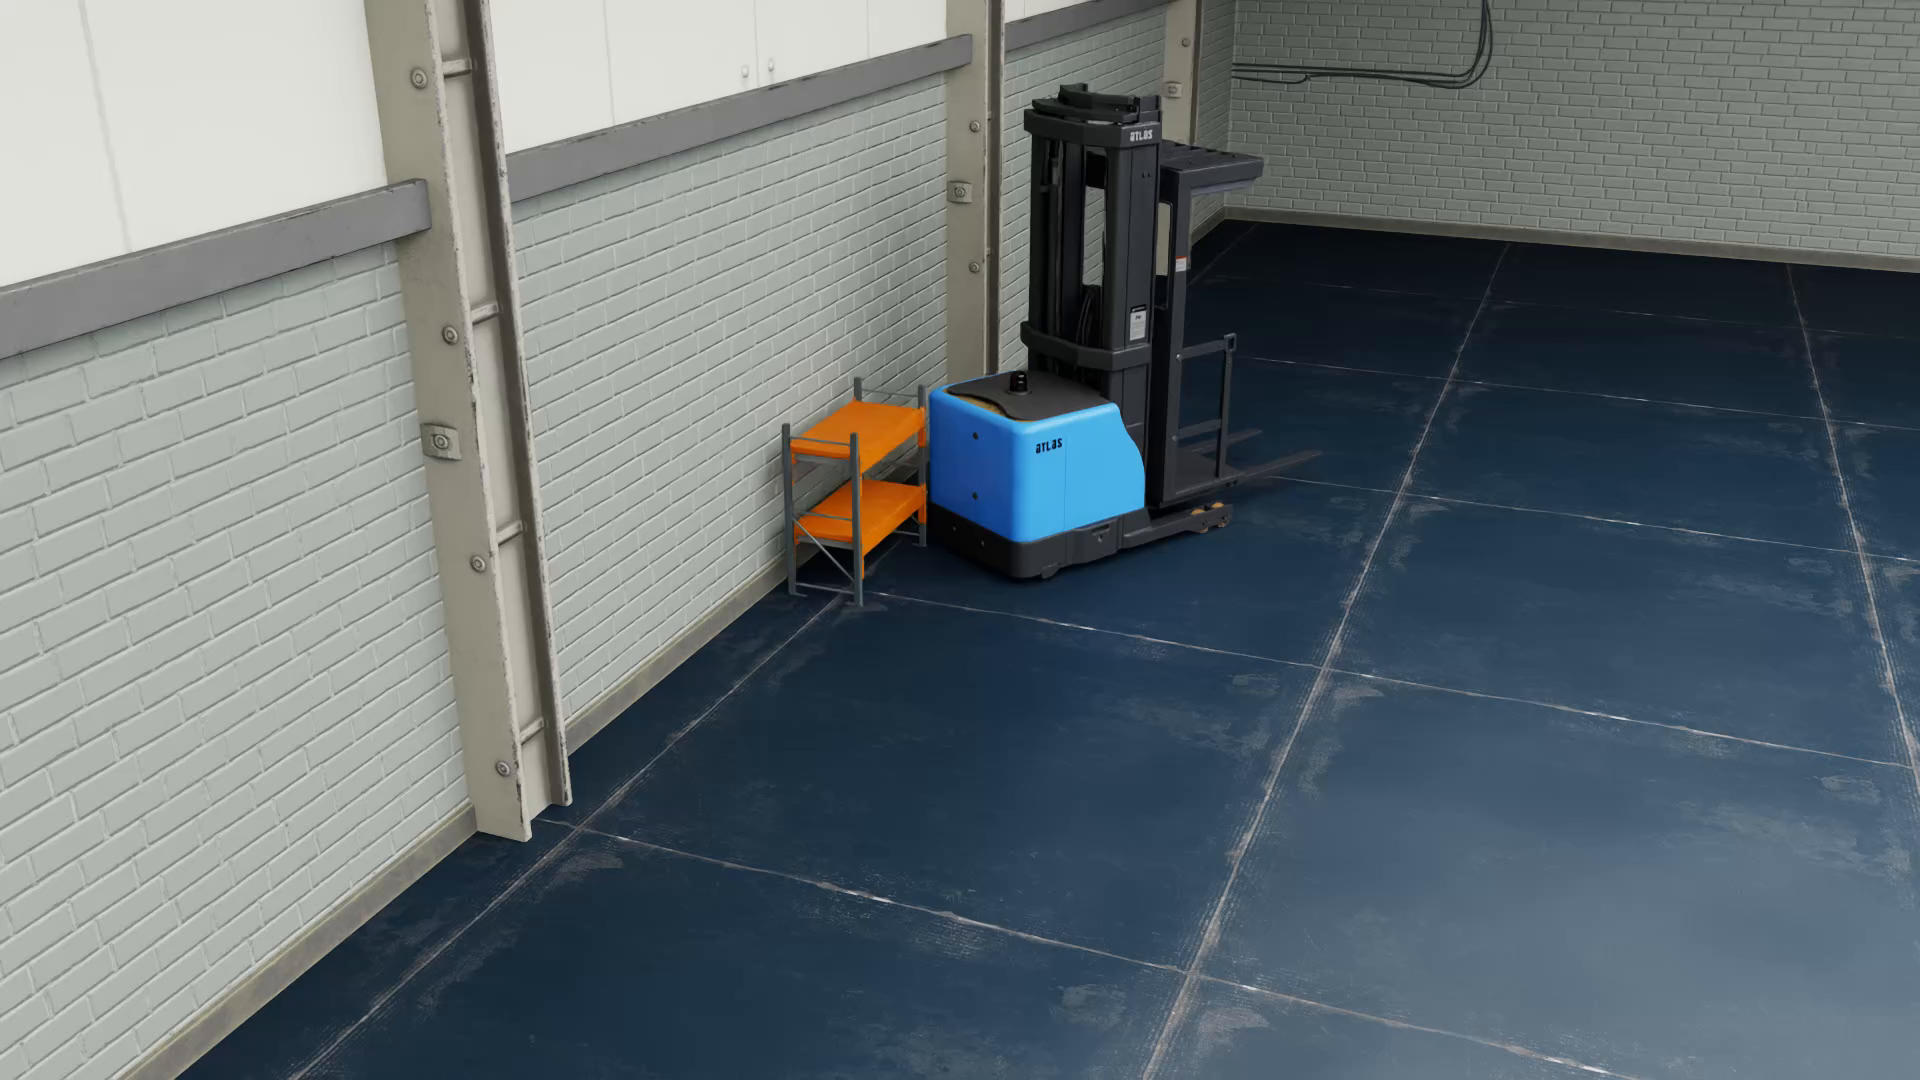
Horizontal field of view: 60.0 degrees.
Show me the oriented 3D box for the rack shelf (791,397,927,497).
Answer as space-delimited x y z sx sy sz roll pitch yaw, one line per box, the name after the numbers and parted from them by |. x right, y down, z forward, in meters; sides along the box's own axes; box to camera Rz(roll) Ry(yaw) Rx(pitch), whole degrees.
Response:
-0.649 -0.598 10.463 0.538 0.278 1.000 9 24 20 | rack shelf

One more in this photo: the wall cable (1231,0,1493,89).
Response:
4.661 -6.547 19.277 3.097 2.526 0.112 9 24 20 | wall cable

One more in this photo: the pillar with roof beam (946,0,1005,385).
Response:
4.108 -4.351 9.992 9.100 9.000 0.400 9 24 20 | pillar with roof beam

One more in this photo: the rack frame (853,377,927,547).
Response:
-0.460 -0.510 11.011 0.500 1.125 0.032 9 24 20 | rack frame

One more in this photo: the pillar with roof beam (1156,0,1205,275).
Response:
6.336 -6.499 15.132 9.100 9.000 0.400 9 24 20 | pillar with roof beam

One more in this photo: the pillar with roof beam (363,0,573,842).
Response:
1.879 -2.204 4.852 9.100 9.000 0.400 9 24 20 | pillar with roof beam

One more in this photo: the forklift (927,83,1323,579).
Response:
1.264 -1.542 11.138 3.031 2.935 1.130 -16 28 -34 | forklift

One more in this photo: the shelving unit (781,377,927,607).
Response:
-0.649 -0.328 10.576 0.538 1.125 1.048 9 24 20 | shelving unit

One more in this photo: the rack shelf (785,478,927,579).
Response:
-0.649 -0.102 10.670 0.538 0.278 1.000 9 24 20 | rack shelf

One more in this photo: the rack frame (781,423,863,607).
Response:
-0.838 -0.146 10.140 0.500 1.125 0.032 9 24 20 | rack frame
